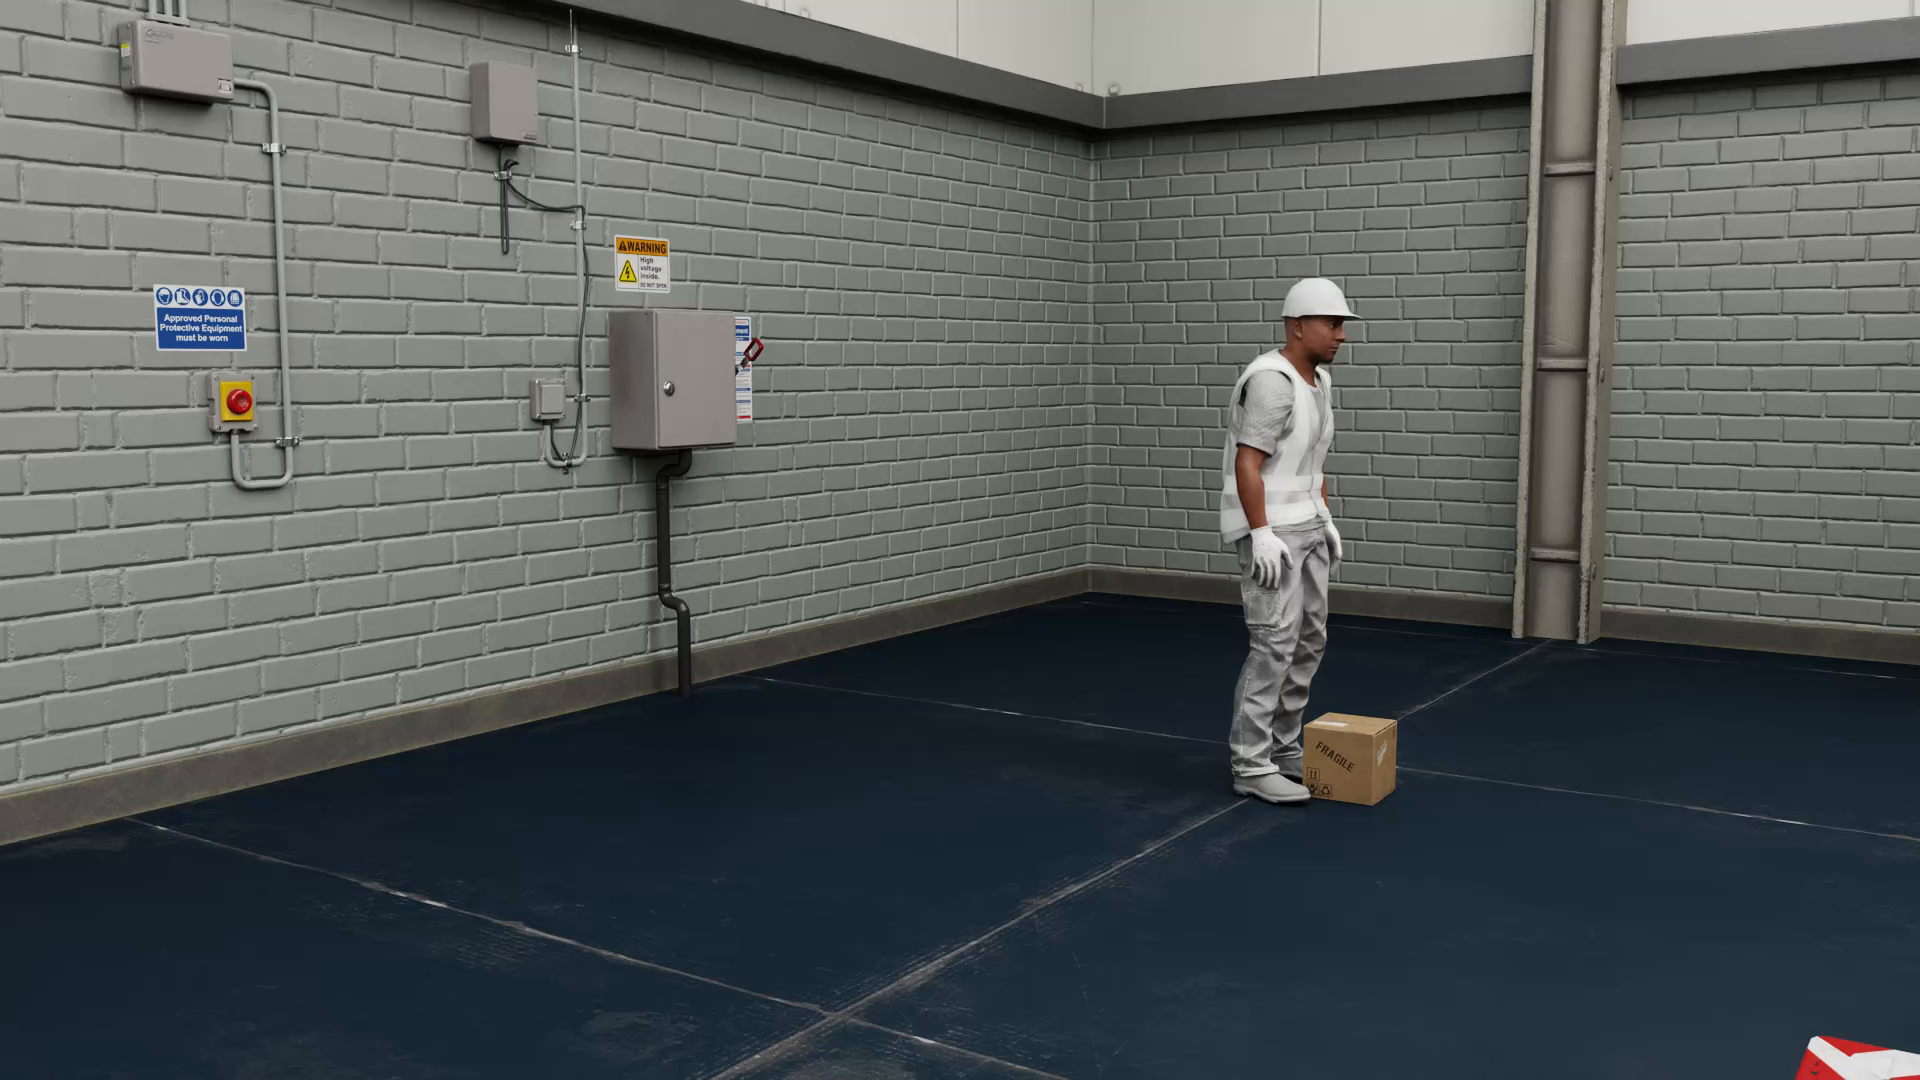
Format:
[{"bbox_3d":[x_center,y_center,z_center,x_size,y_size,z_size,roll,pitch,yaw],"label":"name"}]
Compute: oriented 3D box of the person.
[{"bbox_3d":[1.148,-0.013,5.790,0.446,1.775,0.619,4,8,34],"label":"person"}]
